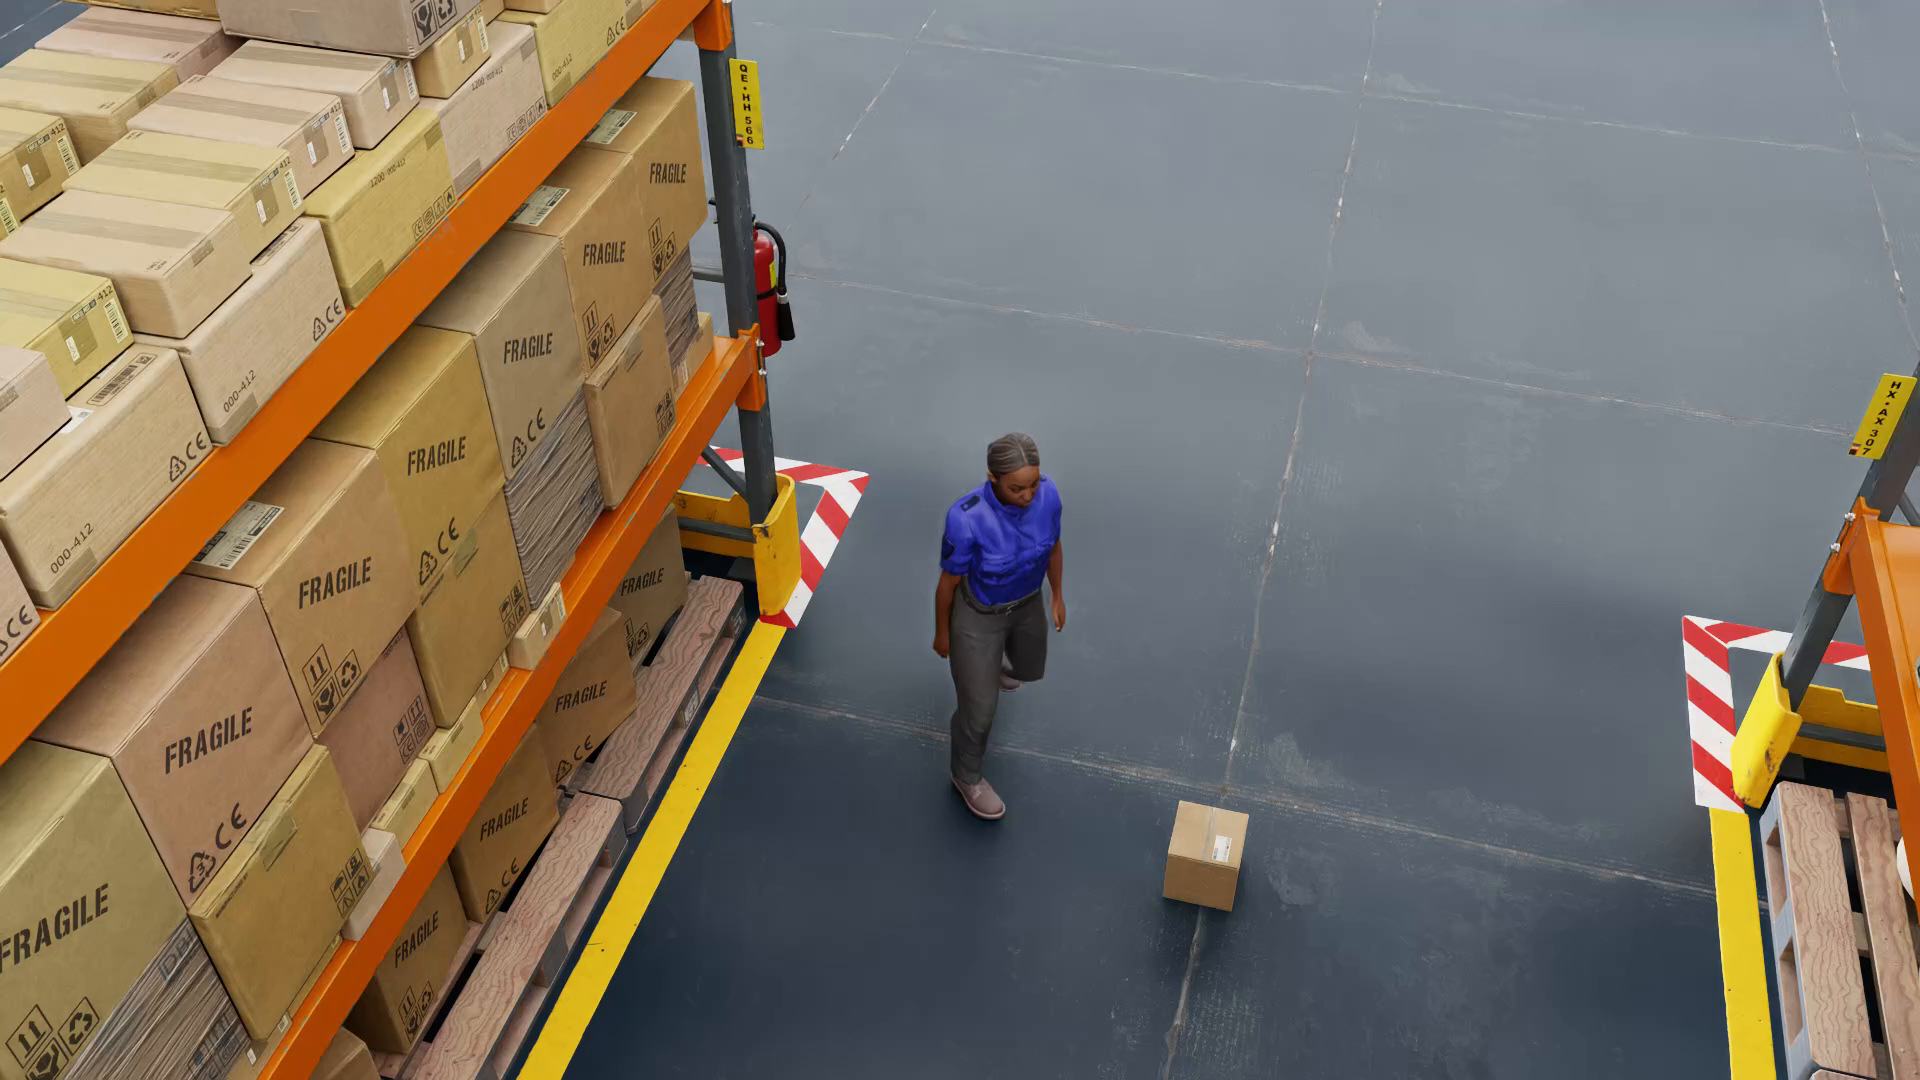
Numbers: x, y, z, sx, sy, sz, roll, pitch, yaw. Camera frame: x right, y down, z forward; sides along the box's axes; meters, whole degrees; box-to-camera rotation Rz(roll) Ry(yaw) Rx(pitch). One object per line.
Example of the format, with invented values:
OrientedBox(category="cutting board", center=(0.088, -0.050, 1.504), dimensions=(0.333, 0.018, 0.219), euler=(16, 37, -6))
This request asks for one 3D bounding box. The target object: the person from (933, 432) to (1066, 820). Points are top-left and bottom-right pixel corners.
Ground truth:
OrientedBox(category="person", center=(0.106, 0.185, 5.952), dimensions=(0.533, 1.627, 0.696), euler=(-23, 46, -24))
